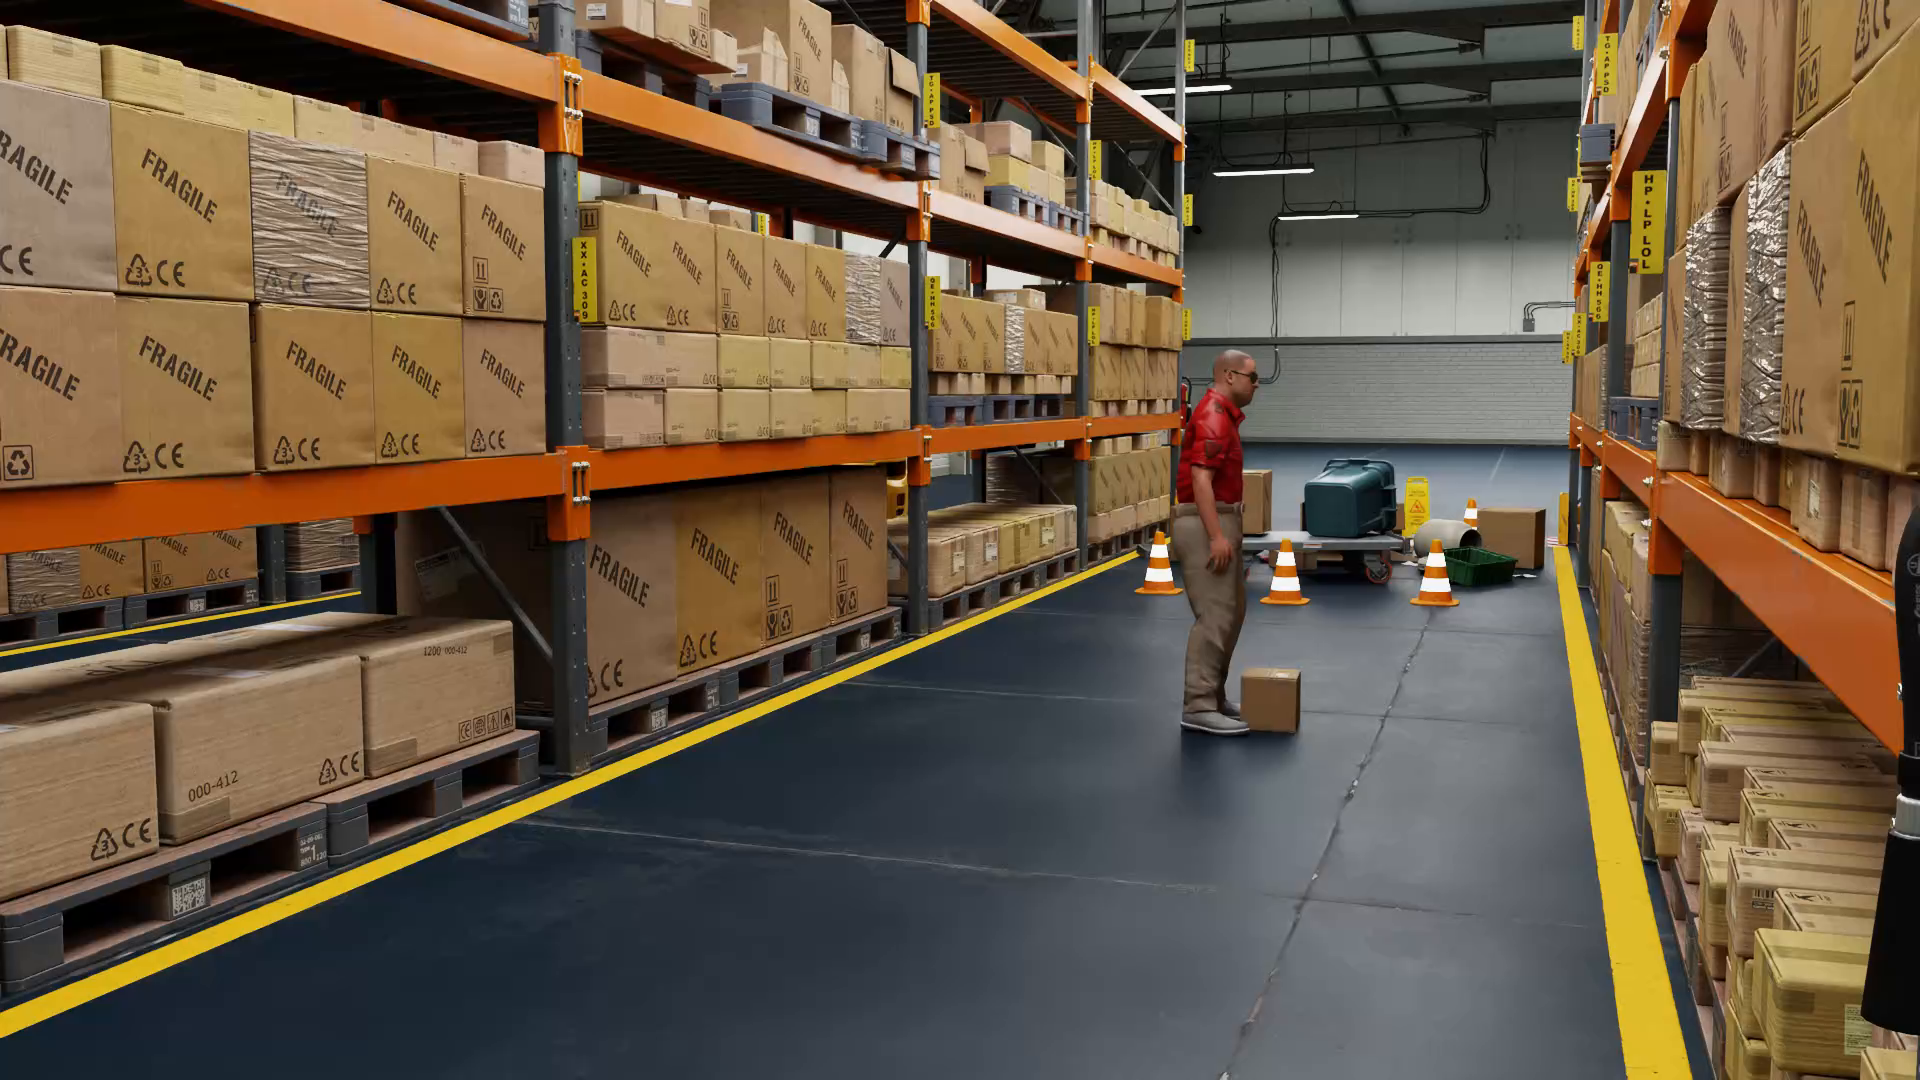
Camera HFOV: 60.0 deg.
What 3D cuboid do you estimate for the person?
[{"bbox_3d":[1.186,-0.009,7.663,0.392,1.726,0.606,1,5,15],"label":"person"}]
